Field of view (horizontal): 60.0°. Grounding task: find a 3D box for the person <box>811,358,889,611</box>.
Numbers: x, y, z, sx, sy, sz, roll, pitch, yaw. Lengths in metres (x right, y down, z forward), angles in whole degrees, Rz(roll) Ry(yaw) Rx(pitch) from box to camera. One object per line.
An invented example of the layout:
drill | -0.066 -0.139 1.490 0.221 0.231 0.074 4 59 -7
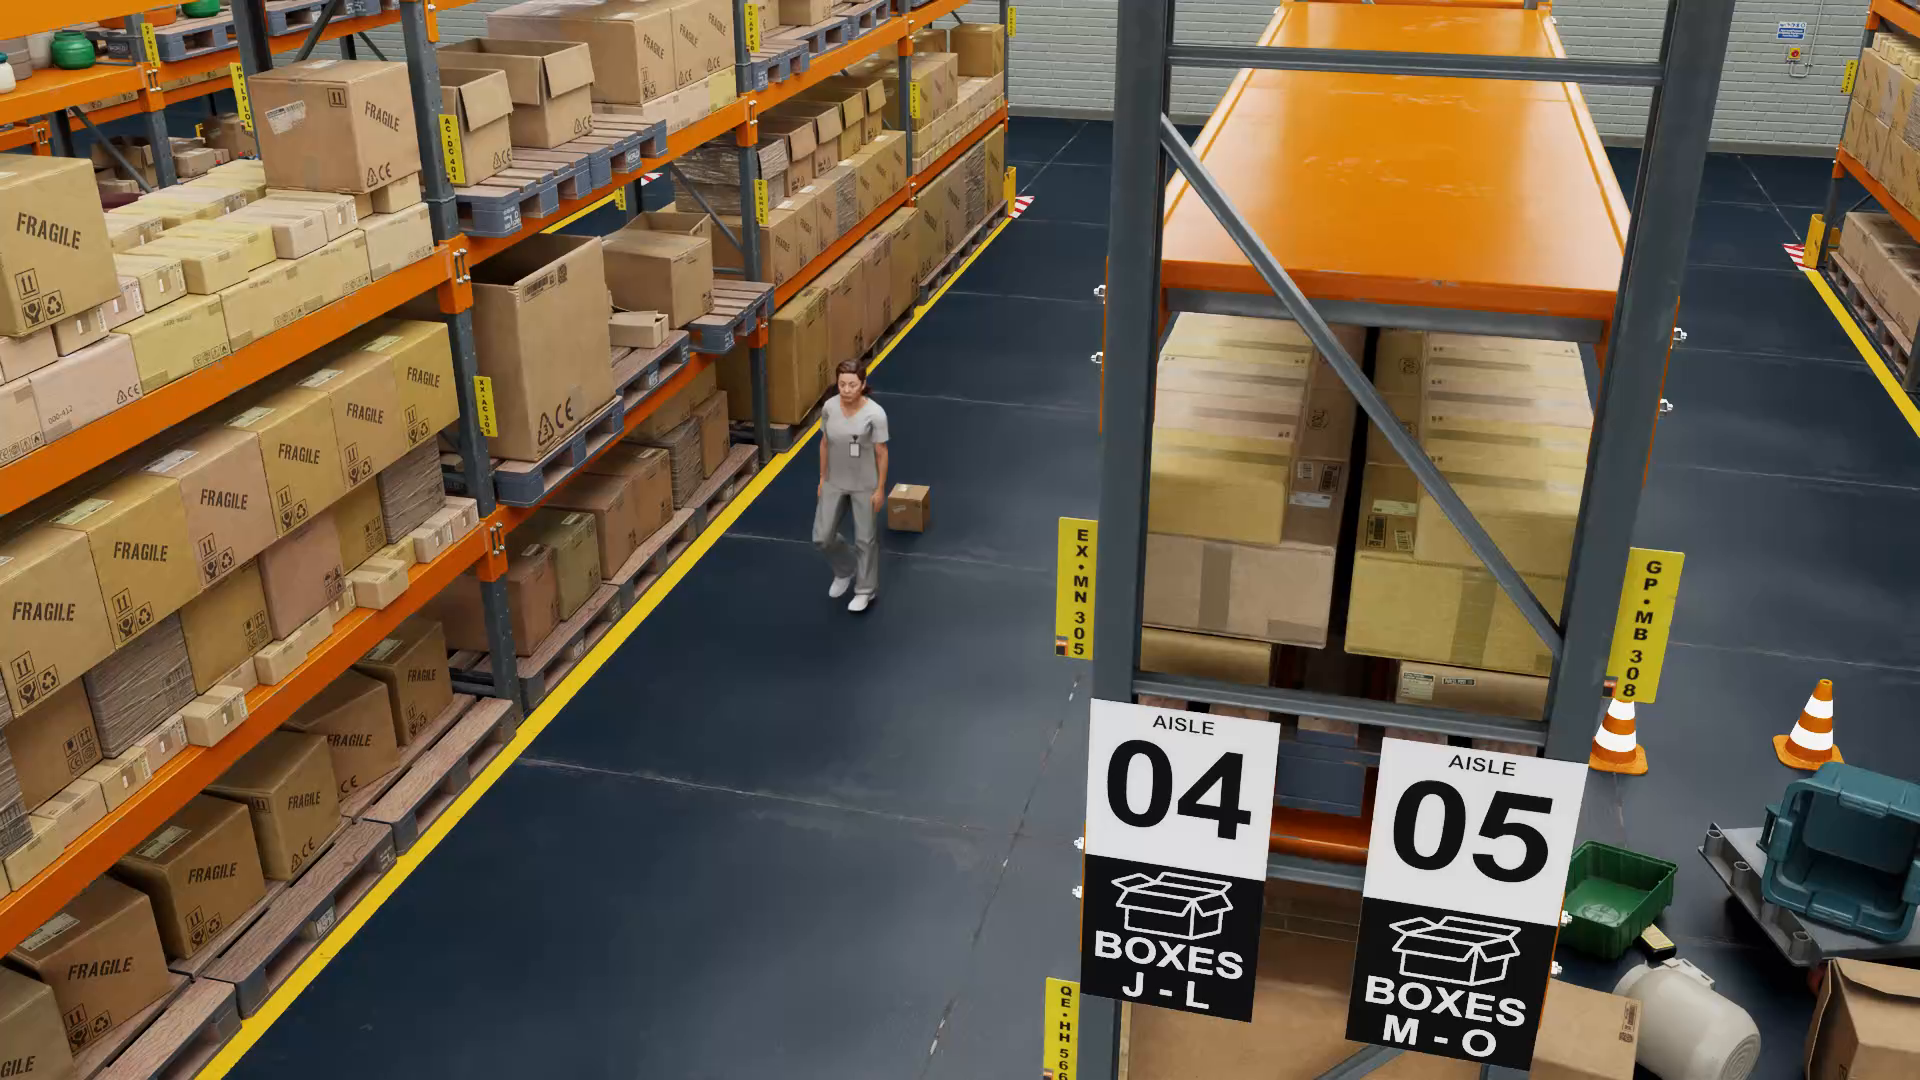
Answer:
person | -0.661 -0.340 10.355 0.470 1.669 0.437 7 26 15
